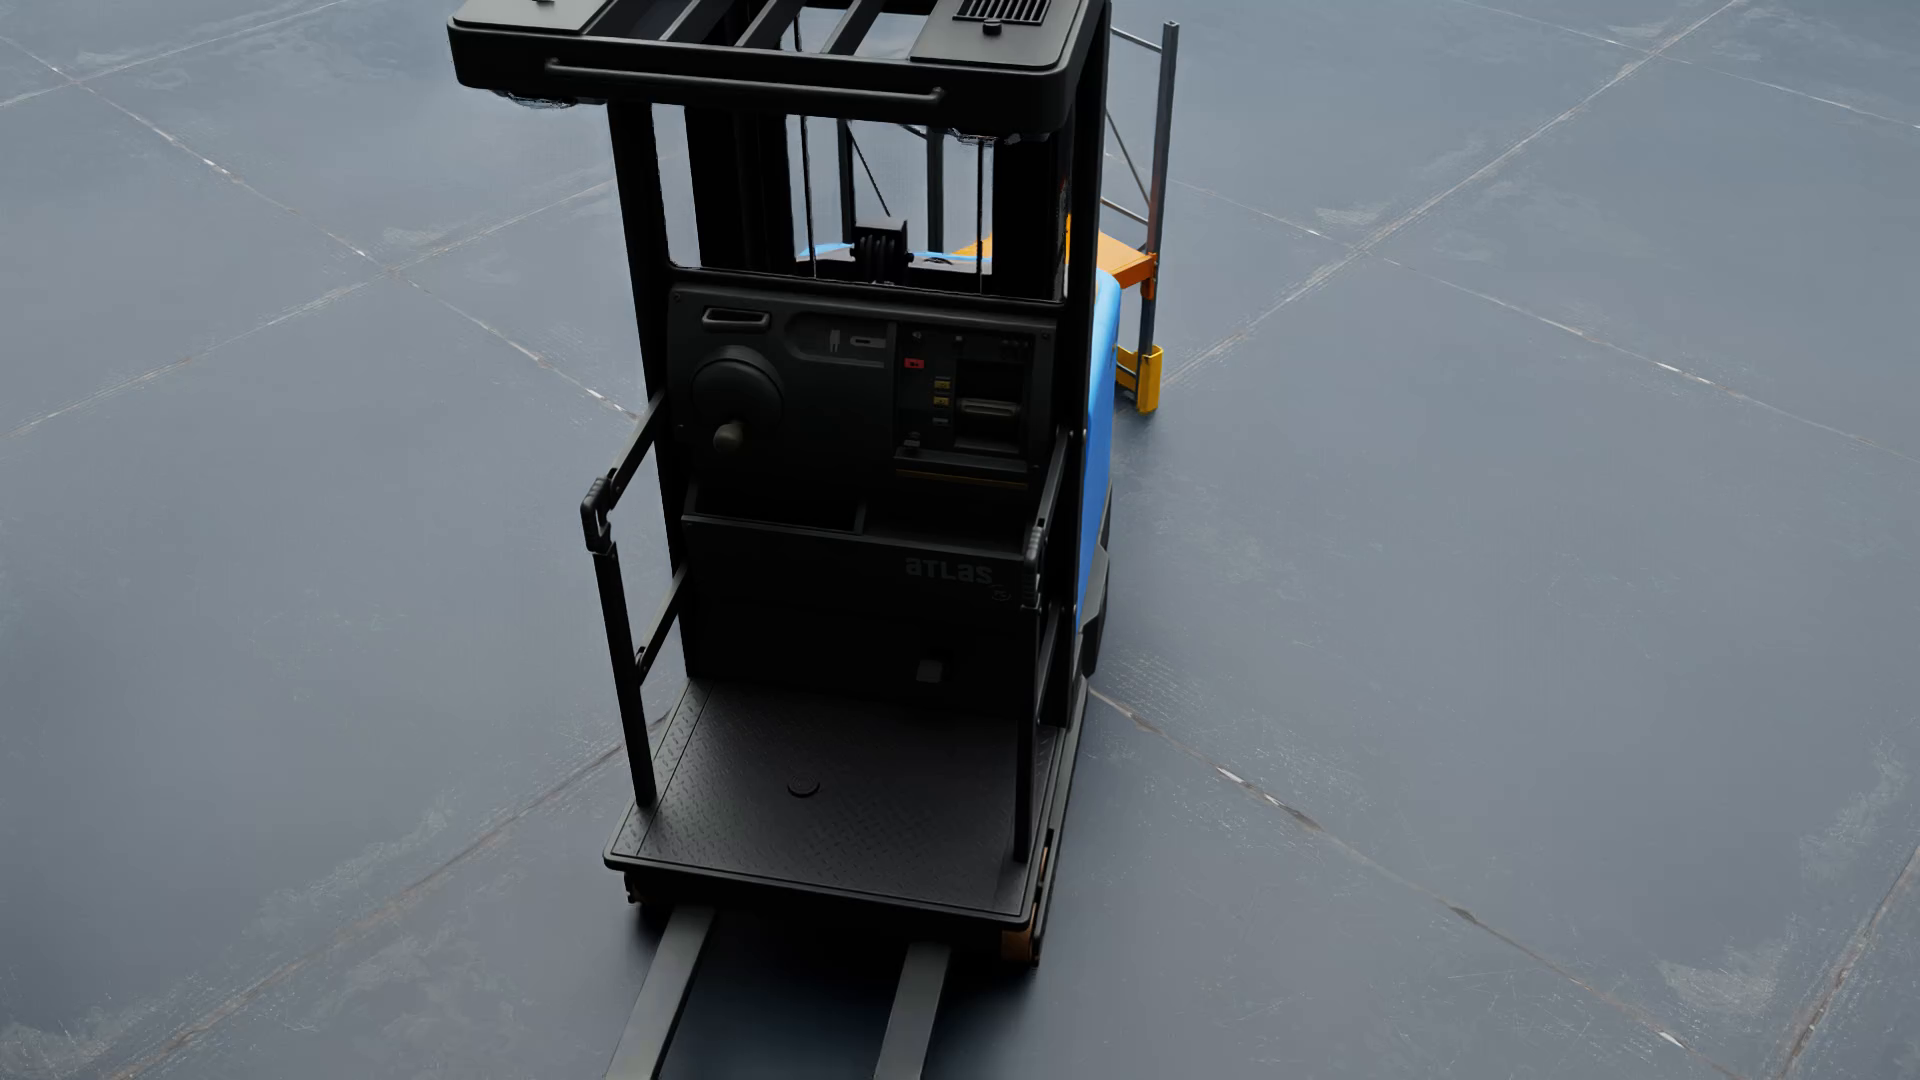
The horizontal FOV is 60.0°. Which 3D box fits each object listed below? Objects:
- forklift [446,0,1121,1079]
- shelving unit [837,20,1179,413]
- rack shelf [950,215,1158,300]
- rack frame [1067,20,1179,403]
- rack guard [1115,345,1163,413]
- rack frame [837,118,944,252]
[{"bbox_3d":[-0.280,-0.295,3.766,1.130,2.935,3.031,7,39,9],"label":"forklift"},{"bbox_3d":[0.170,-1.023,5.831,1.083,1.500,0.587,-28,46,-31],"label":"shelving unit"},{"bbox_3d":[0.163,-0.878,5.938,1.000,0.185,0.538,-28,46,-31],"label":"rack shelf"},{"bbox_3d":[0.549,-1.225,6.085,0.032,1.500,0.500,-28,46,-31],"label":"rack frame"},{"bbox_3d":[0.548,-0.735,6.474,0.087,0.250,0.587,-28,46,-31],"label":"rack guard"},{"bbox_3d":[-0.223,-0.813,5.568,0.032,1.500,0.500,-28,46,-31],"label":"rack frame"}]
